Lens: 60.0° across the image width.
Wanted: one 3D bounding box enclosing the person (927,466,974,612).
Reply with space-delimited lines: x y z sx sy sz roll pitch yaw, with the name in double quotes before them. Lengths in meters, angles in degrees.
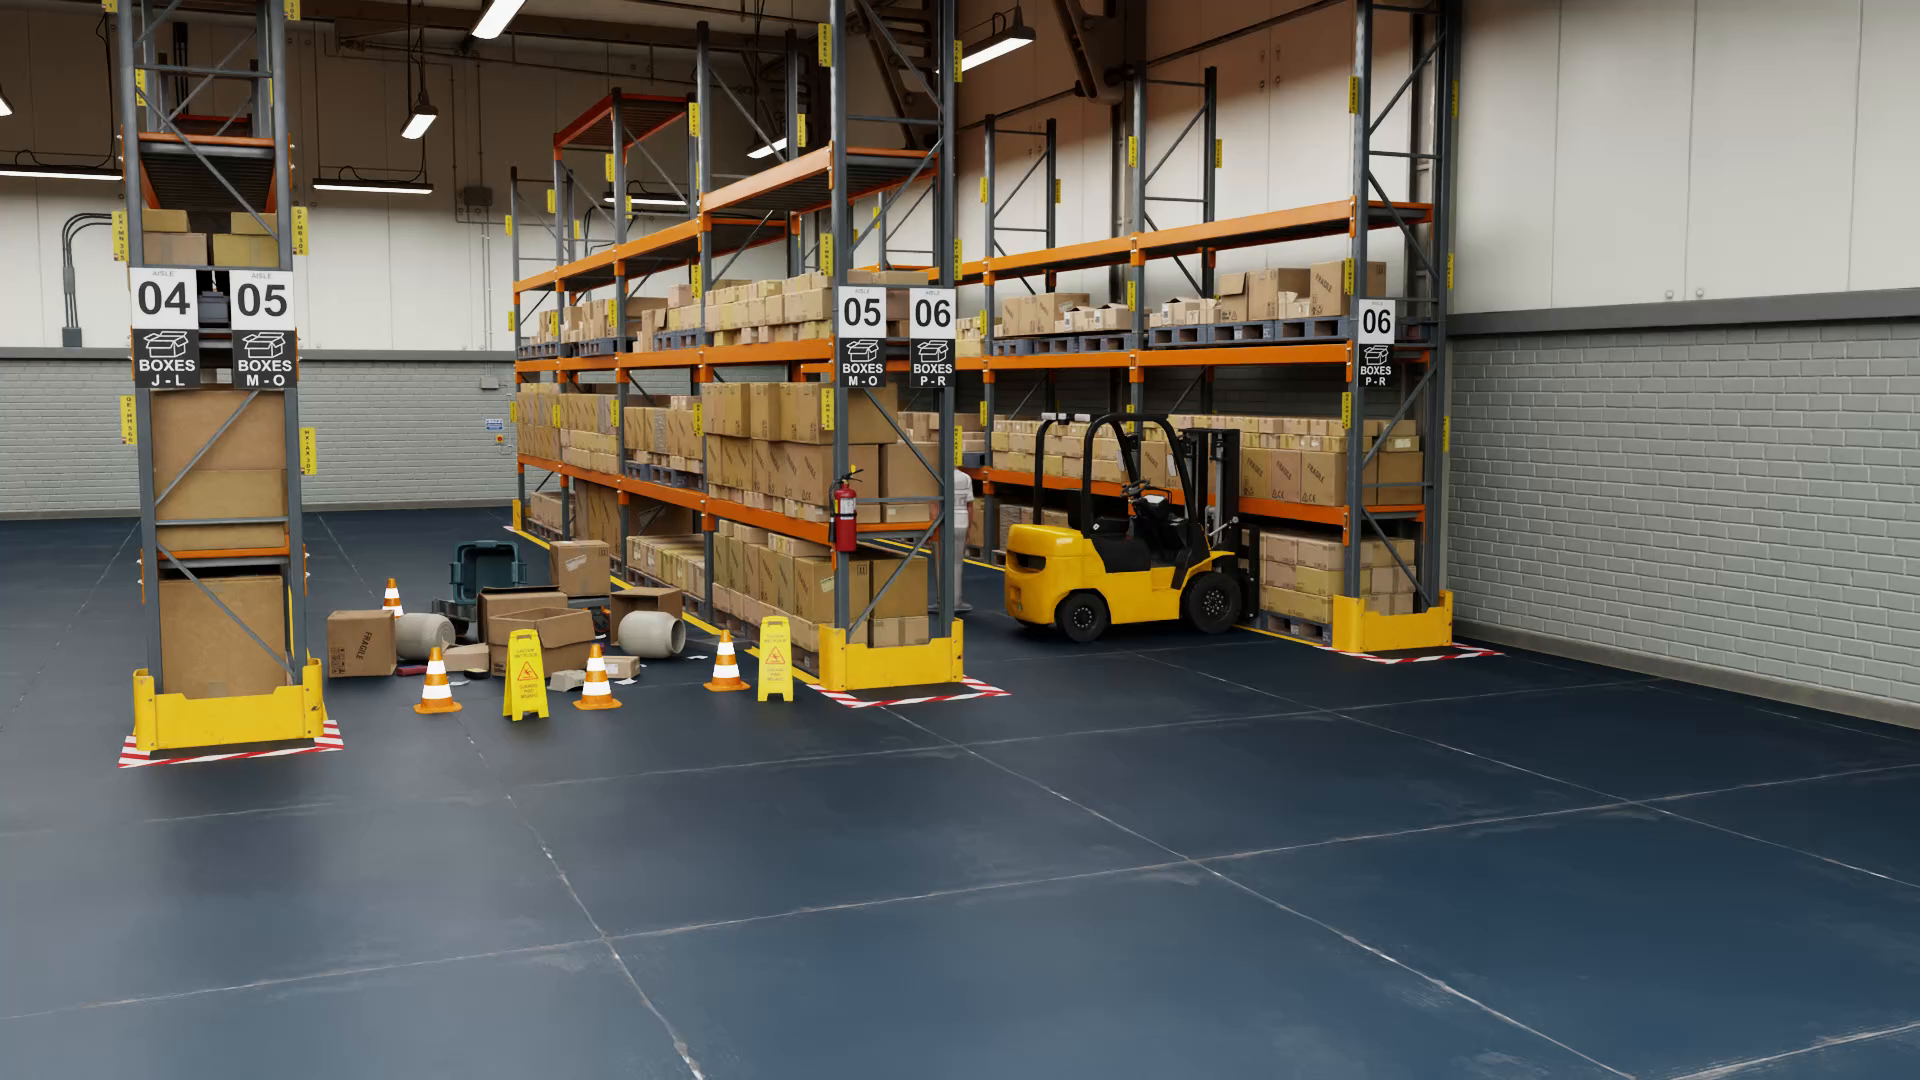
"person" -0.128 -0.110 17.697 0.611 1.764 0.396 -4 7 -36
